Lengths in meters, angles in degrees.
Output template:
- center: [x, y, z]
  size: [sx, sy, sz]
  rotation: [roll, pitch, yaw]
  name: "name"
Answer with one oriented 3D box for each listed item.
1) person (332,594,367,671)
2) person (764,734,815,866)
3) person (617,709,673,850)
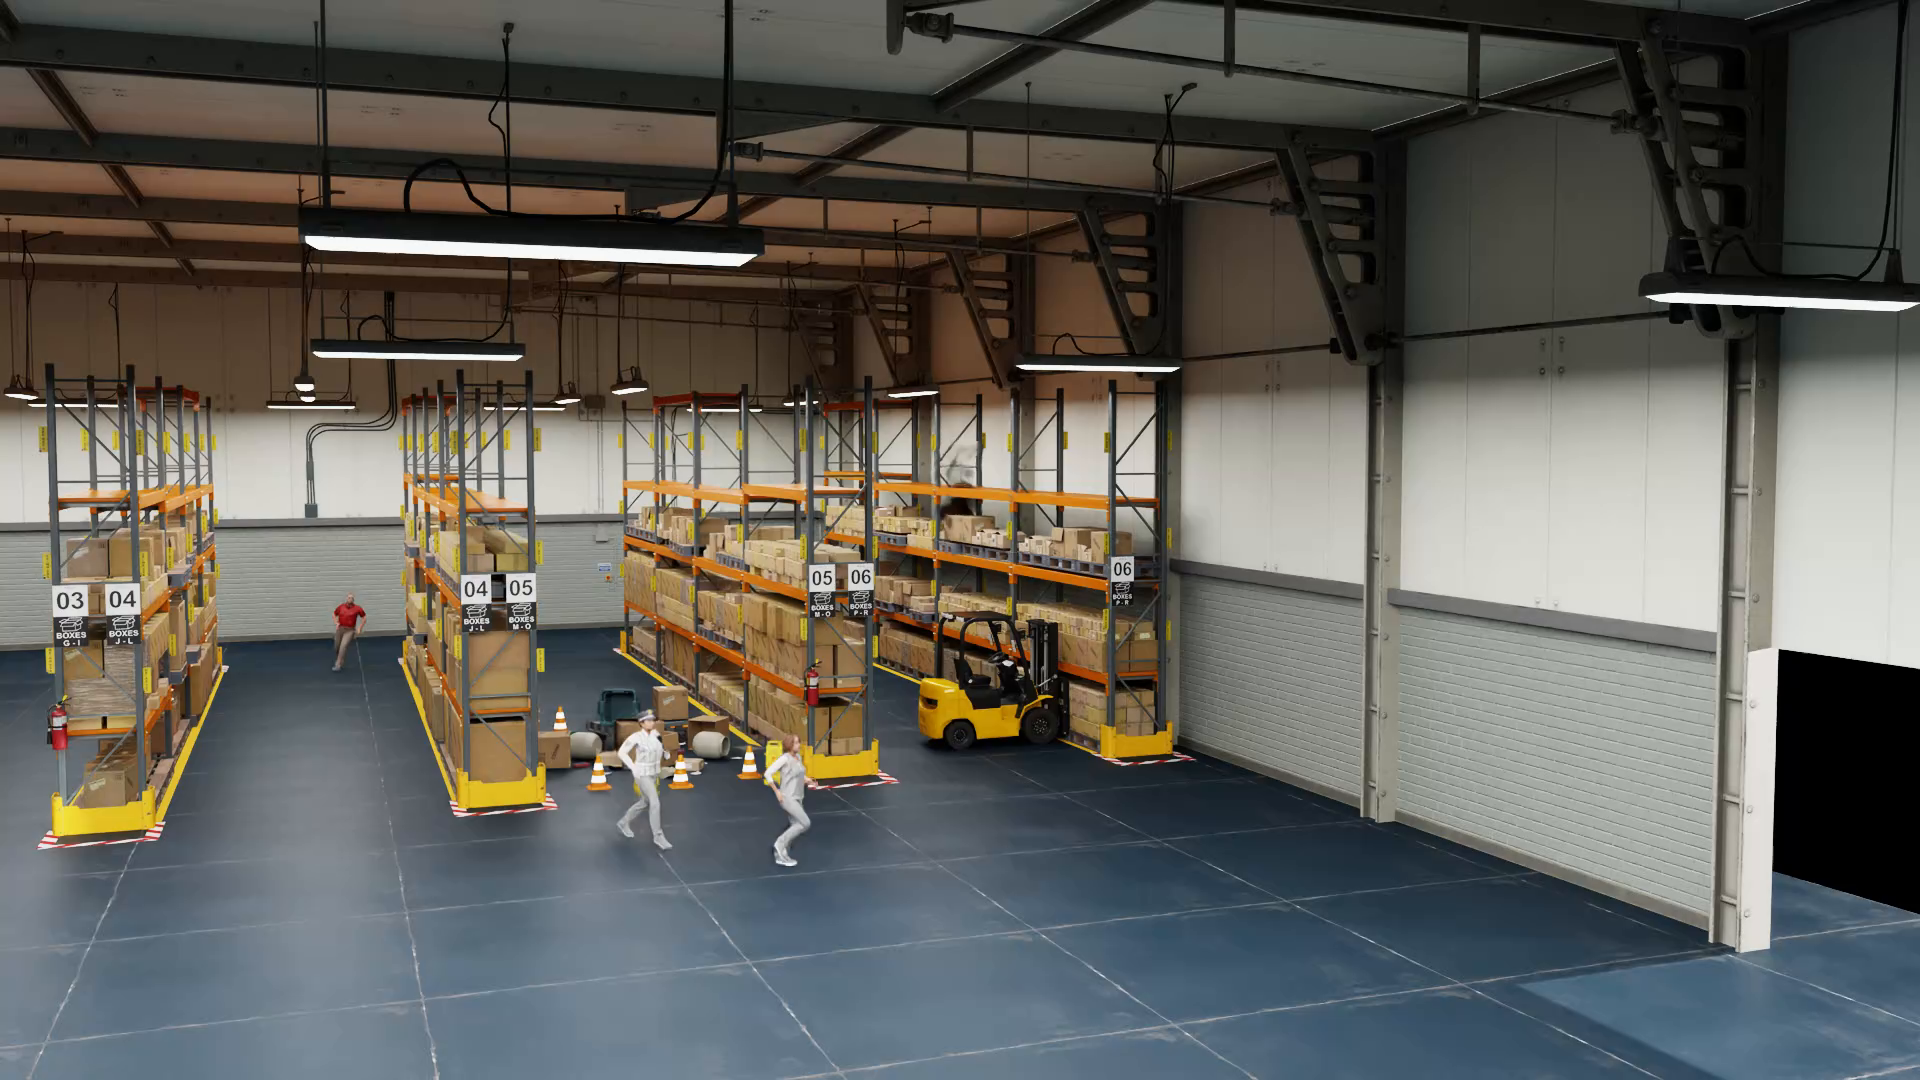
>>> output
- center: [-13.488, 2.019, 36.610]
  size: [0.772, 1.684, 0.872]
  rotation: [0, 3, -2]
  name: "person"
- center: [-1.955, 3.067, 19.600]
  size: [0.552, 1.563, 0.533]
  rotation: [1, 4, 19]
  name: "person"
- center: [-3.907, 2.947, 20.694]
  size: [0.867, 1.719, 0.596]
  rotation: [2, 4, 27]
  name: "person"
